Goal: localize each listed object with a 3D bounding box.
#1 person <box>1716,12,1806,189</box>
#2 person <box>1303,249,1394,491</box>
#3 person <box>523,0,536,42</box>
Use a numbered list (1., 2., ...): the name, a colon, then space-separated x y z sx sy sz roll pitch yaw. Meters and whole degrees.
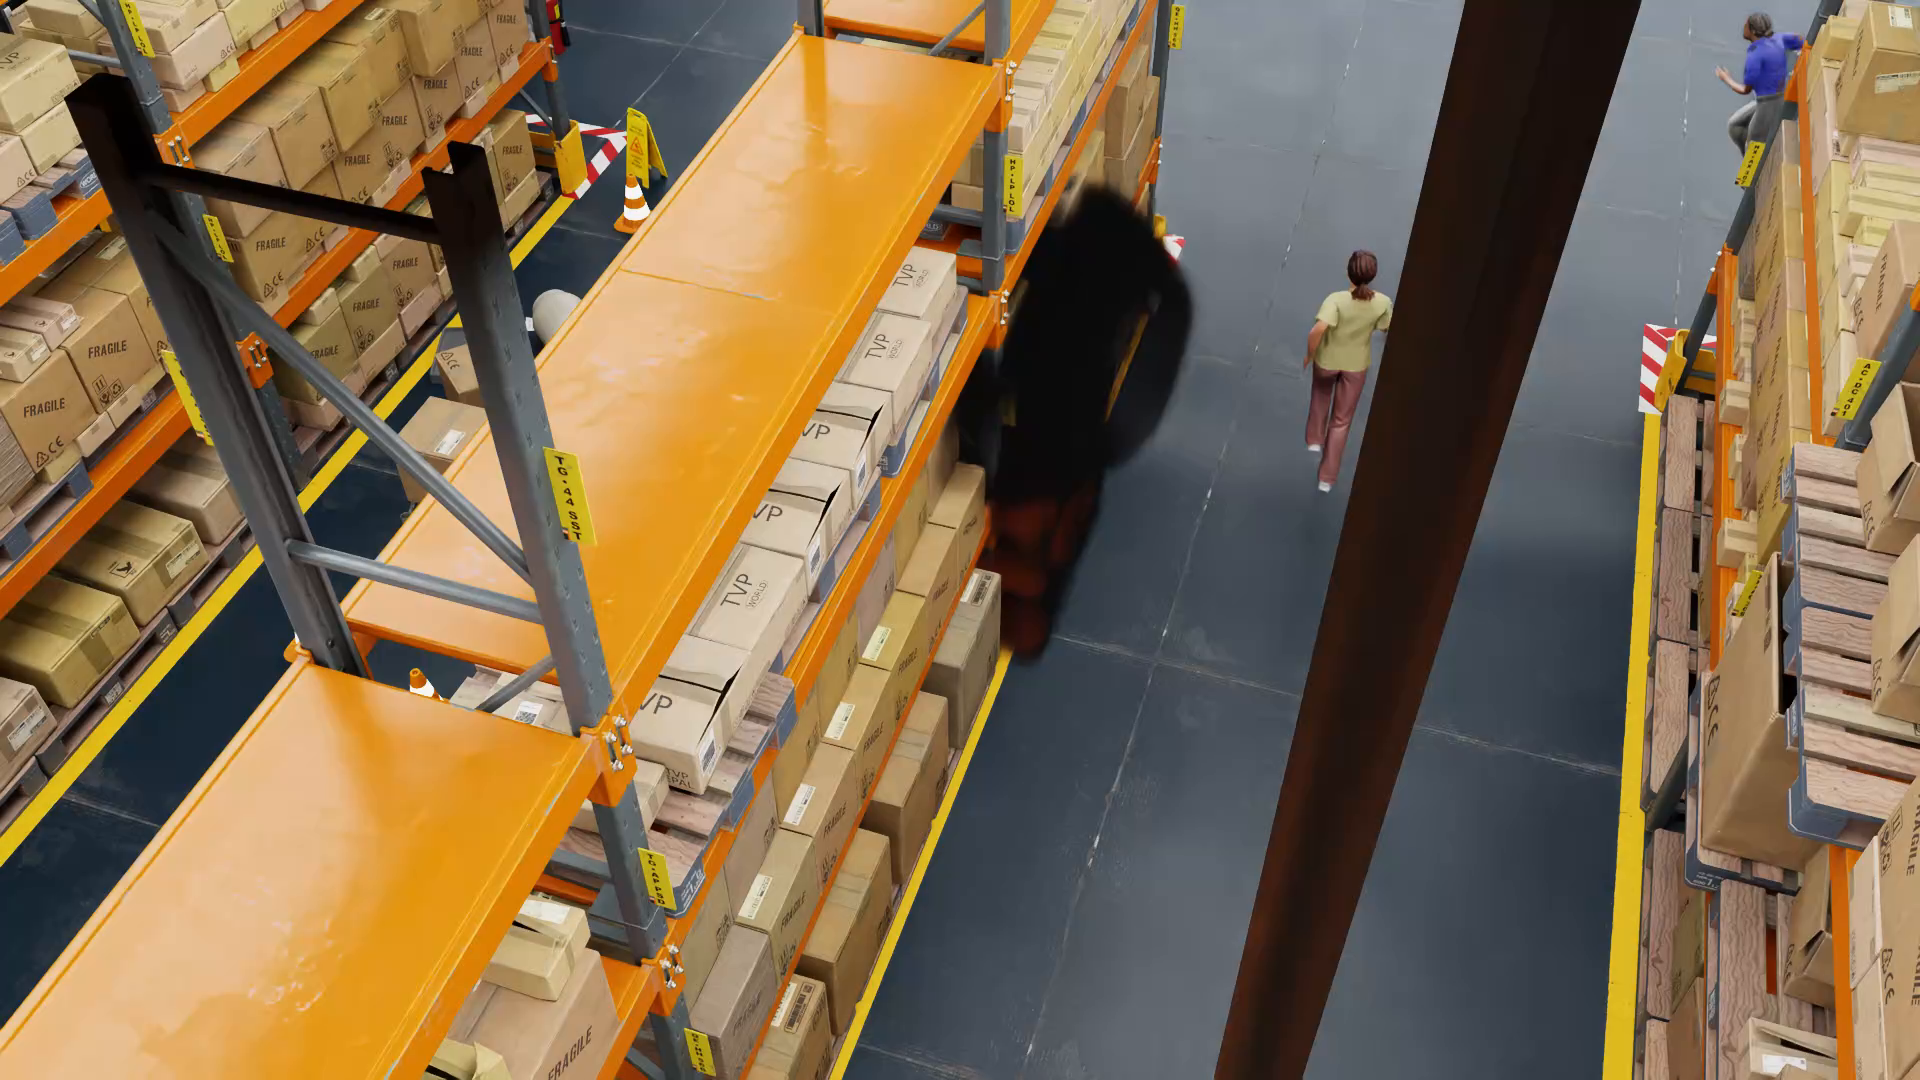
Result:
1. person: 6.548 -3.534 13.539 0.612 1.486 0.885 -34 55 -29
2. person: 2.443 -1.081 10.647 0.519 1.767 0.776 9 46 9
3. person: -4.151 -5.264 15.069 0.646 1.719 0.716 10 47 10
